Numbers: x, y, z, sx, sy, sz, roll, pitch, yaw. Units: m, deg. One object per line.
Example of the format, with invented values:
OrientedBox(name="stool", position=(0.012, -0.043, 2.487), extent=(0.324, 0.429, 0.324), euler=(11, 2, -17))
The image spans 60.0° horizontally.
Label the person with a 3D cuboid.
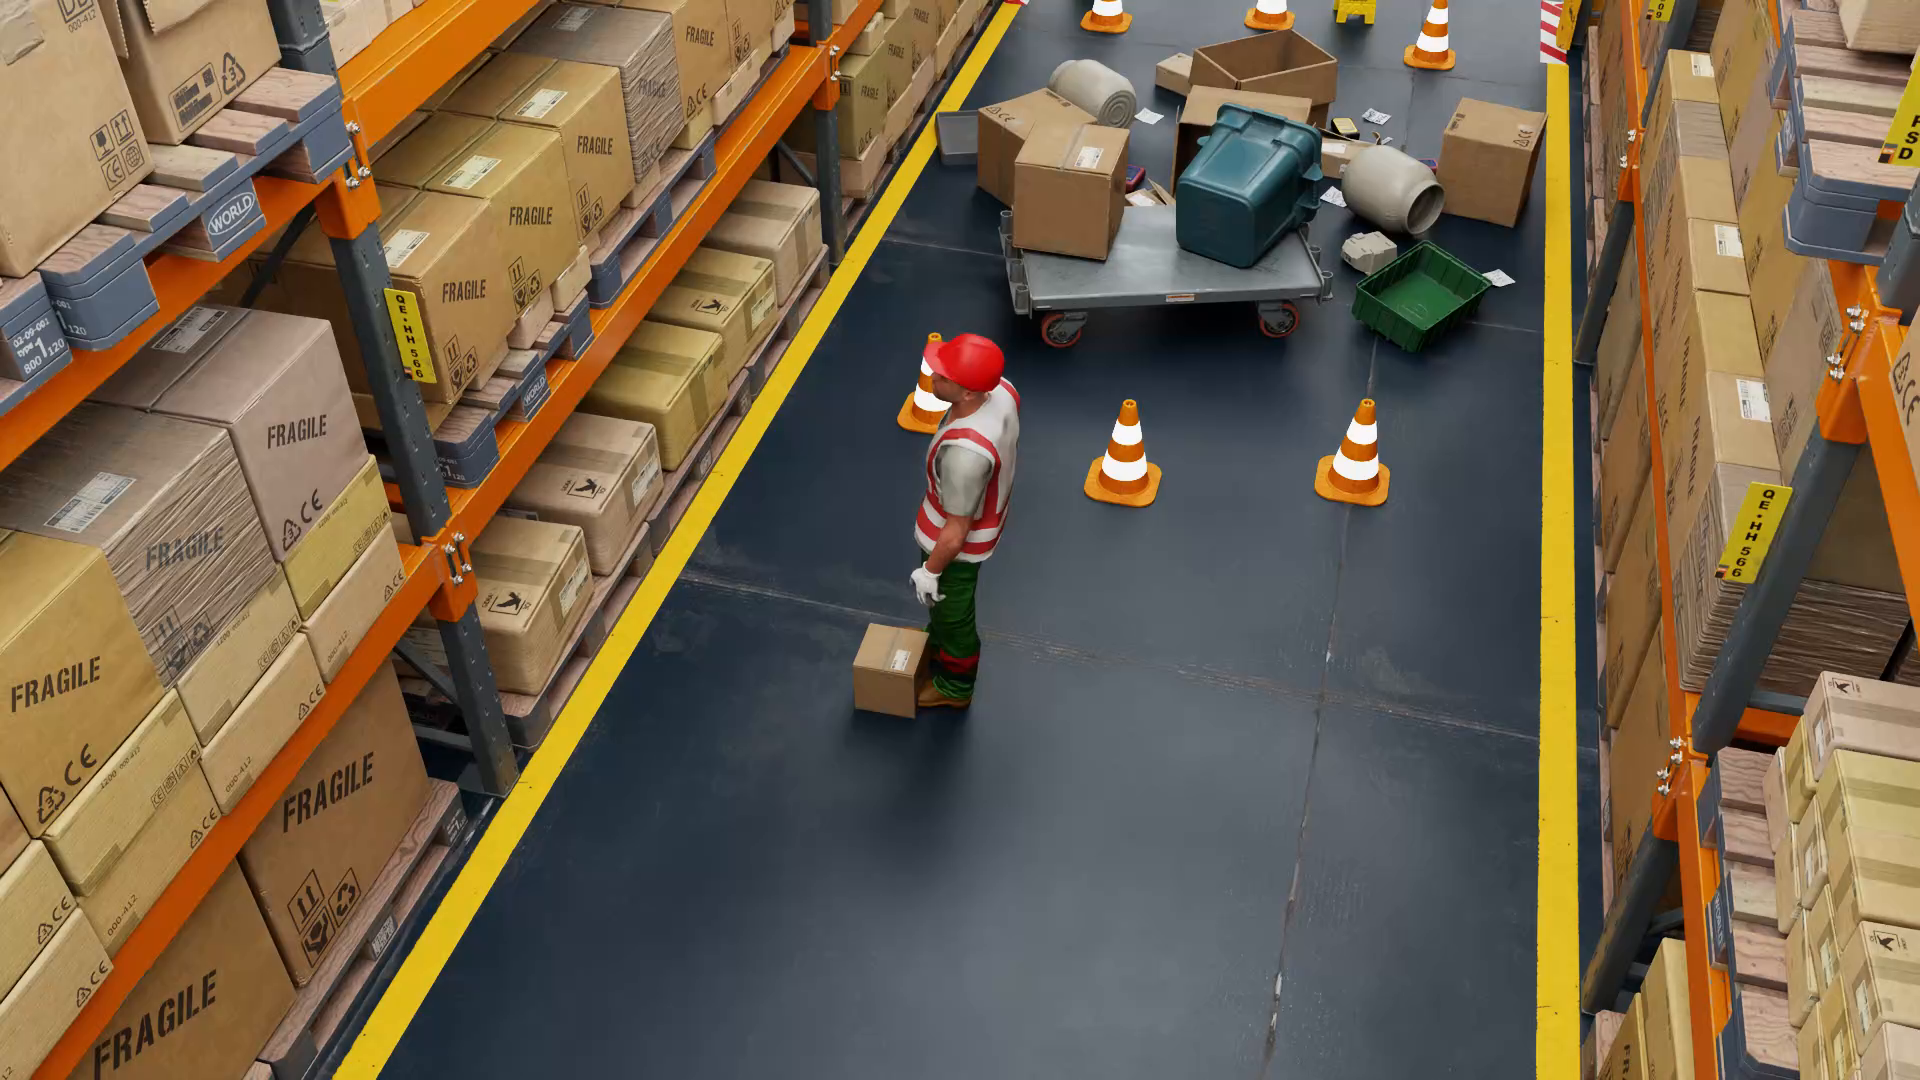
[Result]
OrientedBox(name="person", position=(-0.079, -0.053, 6.186), extent=(0.562, 1.790, 0.637), euler=(10, 42, 11))
